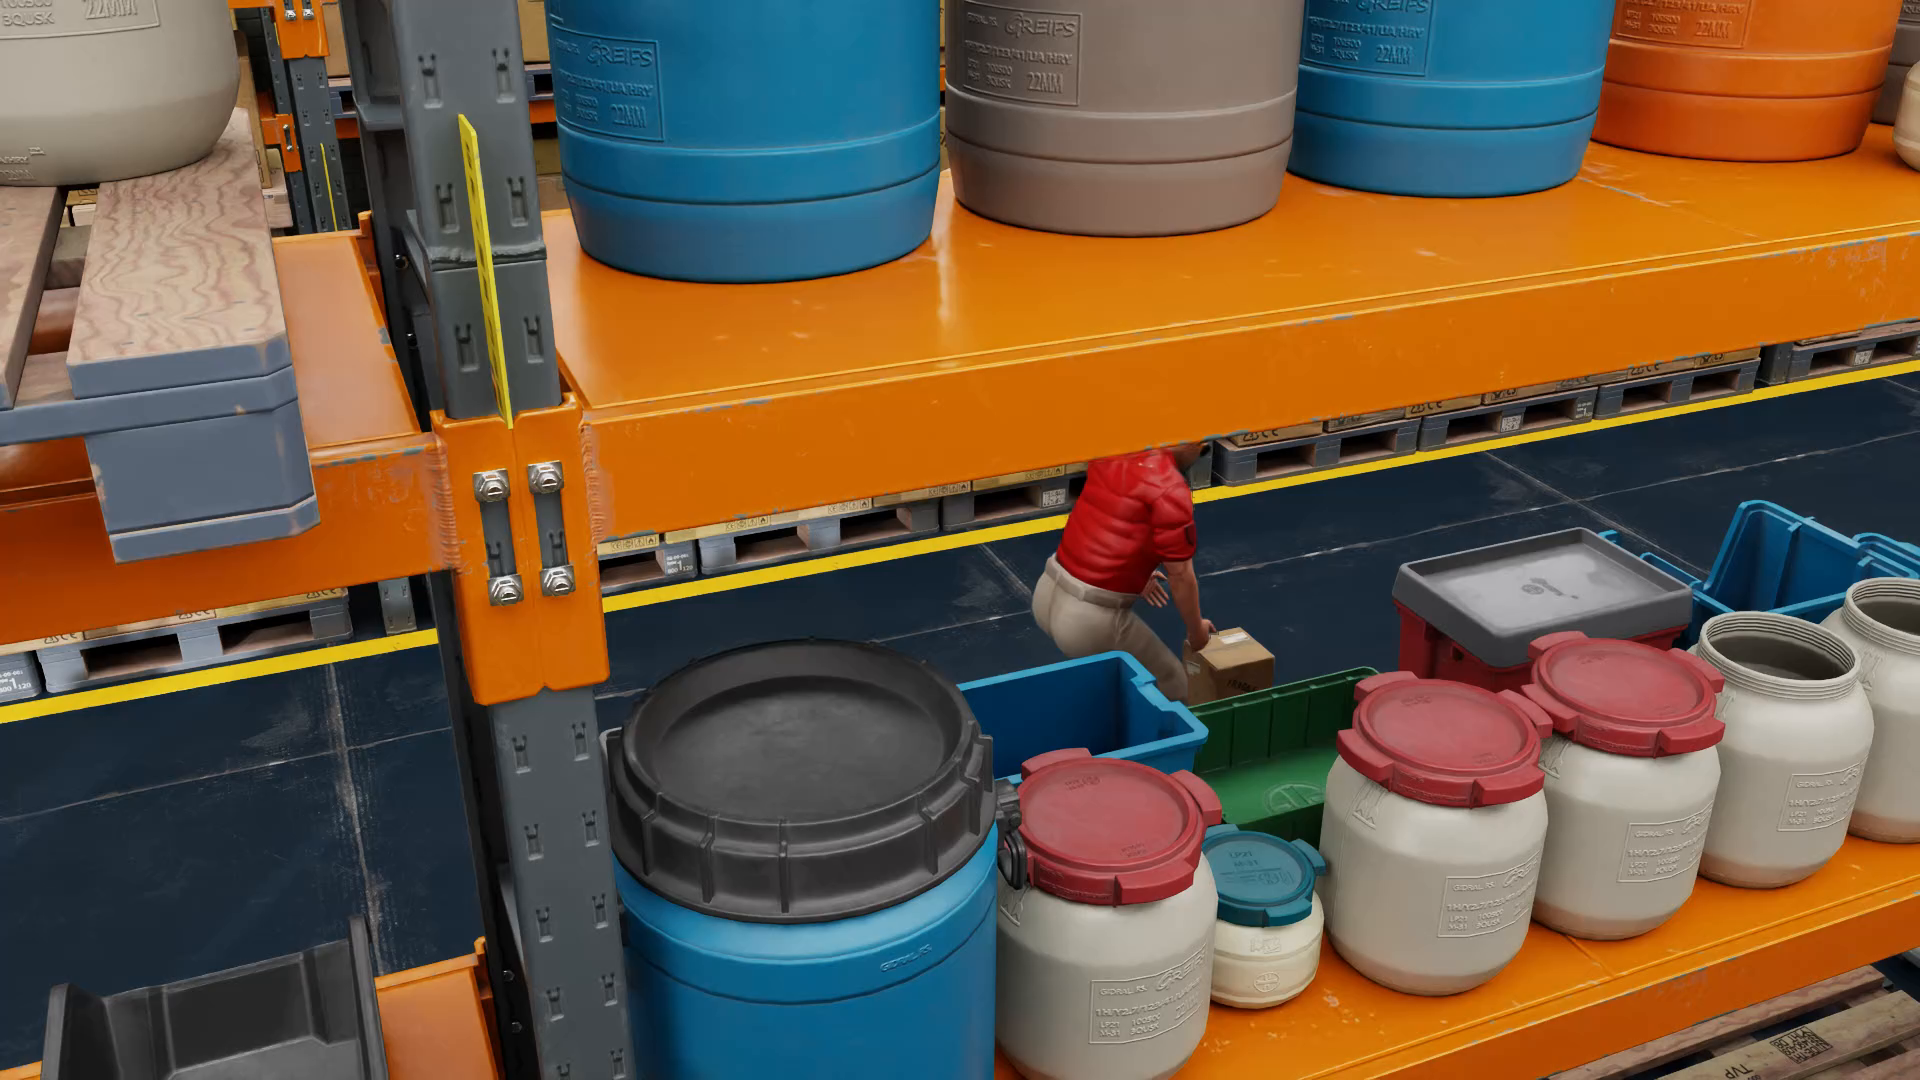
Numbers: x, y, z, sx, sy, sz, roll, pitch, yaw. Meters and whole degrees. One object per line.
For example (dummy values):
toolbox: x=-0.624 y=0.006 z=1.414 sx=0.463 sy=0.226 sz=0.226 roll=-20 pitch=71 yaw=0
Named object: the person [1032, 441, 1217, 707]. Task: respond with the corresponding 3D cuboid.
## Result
person: x=0.581 y=0.219 z=5.989 sx=0.666 sy=1.467 sz=0.589 roll=-10 pitch=28 yaw=-20
